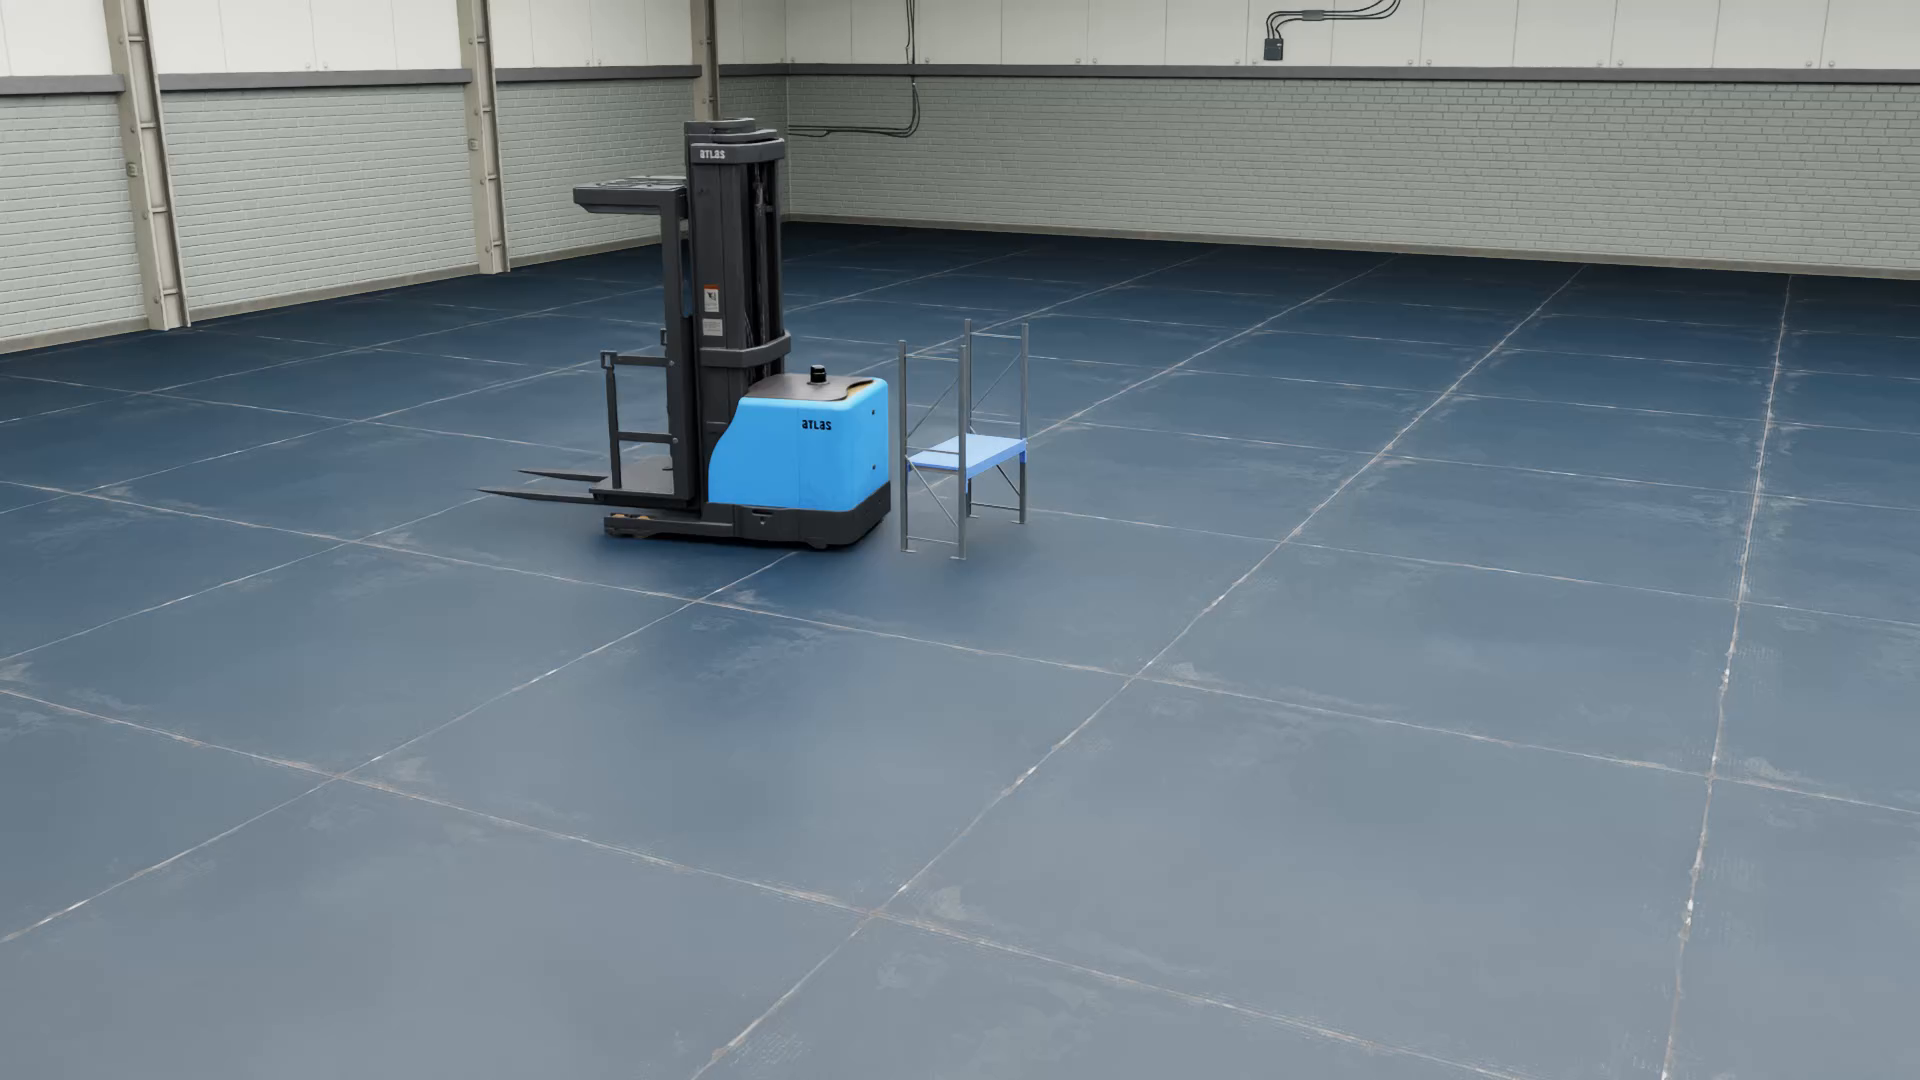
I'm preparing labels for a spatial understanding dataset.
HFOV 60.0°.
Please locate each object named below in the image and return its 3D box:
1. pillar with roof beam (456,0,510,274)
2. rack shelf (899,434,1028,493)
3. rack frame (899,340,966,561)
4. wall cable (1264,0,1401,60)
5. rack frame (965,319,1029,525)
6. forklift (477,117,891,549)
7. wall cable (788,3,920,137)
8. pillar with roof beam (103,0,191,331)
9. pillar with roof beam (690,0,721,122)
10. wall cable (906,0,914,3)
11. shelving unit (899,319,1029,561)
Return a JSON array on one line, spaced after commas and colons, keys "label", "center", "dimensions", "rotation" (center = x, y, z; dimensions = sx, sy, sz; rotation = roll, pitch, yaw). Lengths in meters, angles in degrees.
[{"label": "pillar with roof beam", "center": [-3.501, -7.994, 23.134], "dimensions": [9.100, 9.000, 0.400], "rotation": [8, 18, 25]}, {"label": "rack shelf", "center": [0.038, -0.568, 11.935], "dimensions": [0.538, 0.185, 1.000], "rotation": [8, 18, 25]}, {"label": "rack frame", "center": [-0.189, -0.611, 11.448], "dimensions": [0.500, 1.500, 0.032], "rotation": [8, 18, 25]}, {"label": "wall cable", "center": [6.314, -11.071, 27.520], "dimensions": [2.305, 6.003, 0.169], "rotation": [8, 18, 25]}, {"label": "rack frame", "center": [0.265, -0.870, 12.320], "dimensions": [0.500, 1.500, 0.032], "rotation": [8, 18, 25]}, {"label": "forklift", "center": [-2.094, -1.551, 12.099], "dimensions": [3.031, 2.935, 1.130], "rotation": [4, 17, 14]}, {"label": "wall cable", "center": [-2.172, -9.164, 32.526], "dimensions": [3.097, 2.526, 0.112], "rotation": [8, 18, 25]}, {"label": "pillar with roof beam", "center": [-6.182, -6.466, 17.989], "dimensions": [9.100, 9.000, 0.400], "rotation": [8, 18, 25]}, {"label": "pillar with roof beam", "center": [-0.820, -9.522, 28.280], "dimensions": [9.100, 9.000, 0.400], "rotation": [8, 18, 25]}, {"label": "wall cable", "center": [0.248, -11.241, 30.648], "dimensions": [3.097, 2.526, 0.112], "rotation": [8, 18, 25]}, {"label": "shelving unit", "center": [0.038, -0.741, 11.884], "dimensions": [0.538, 1.500, 1.048], "rotation": [8, 18, 25]}]
